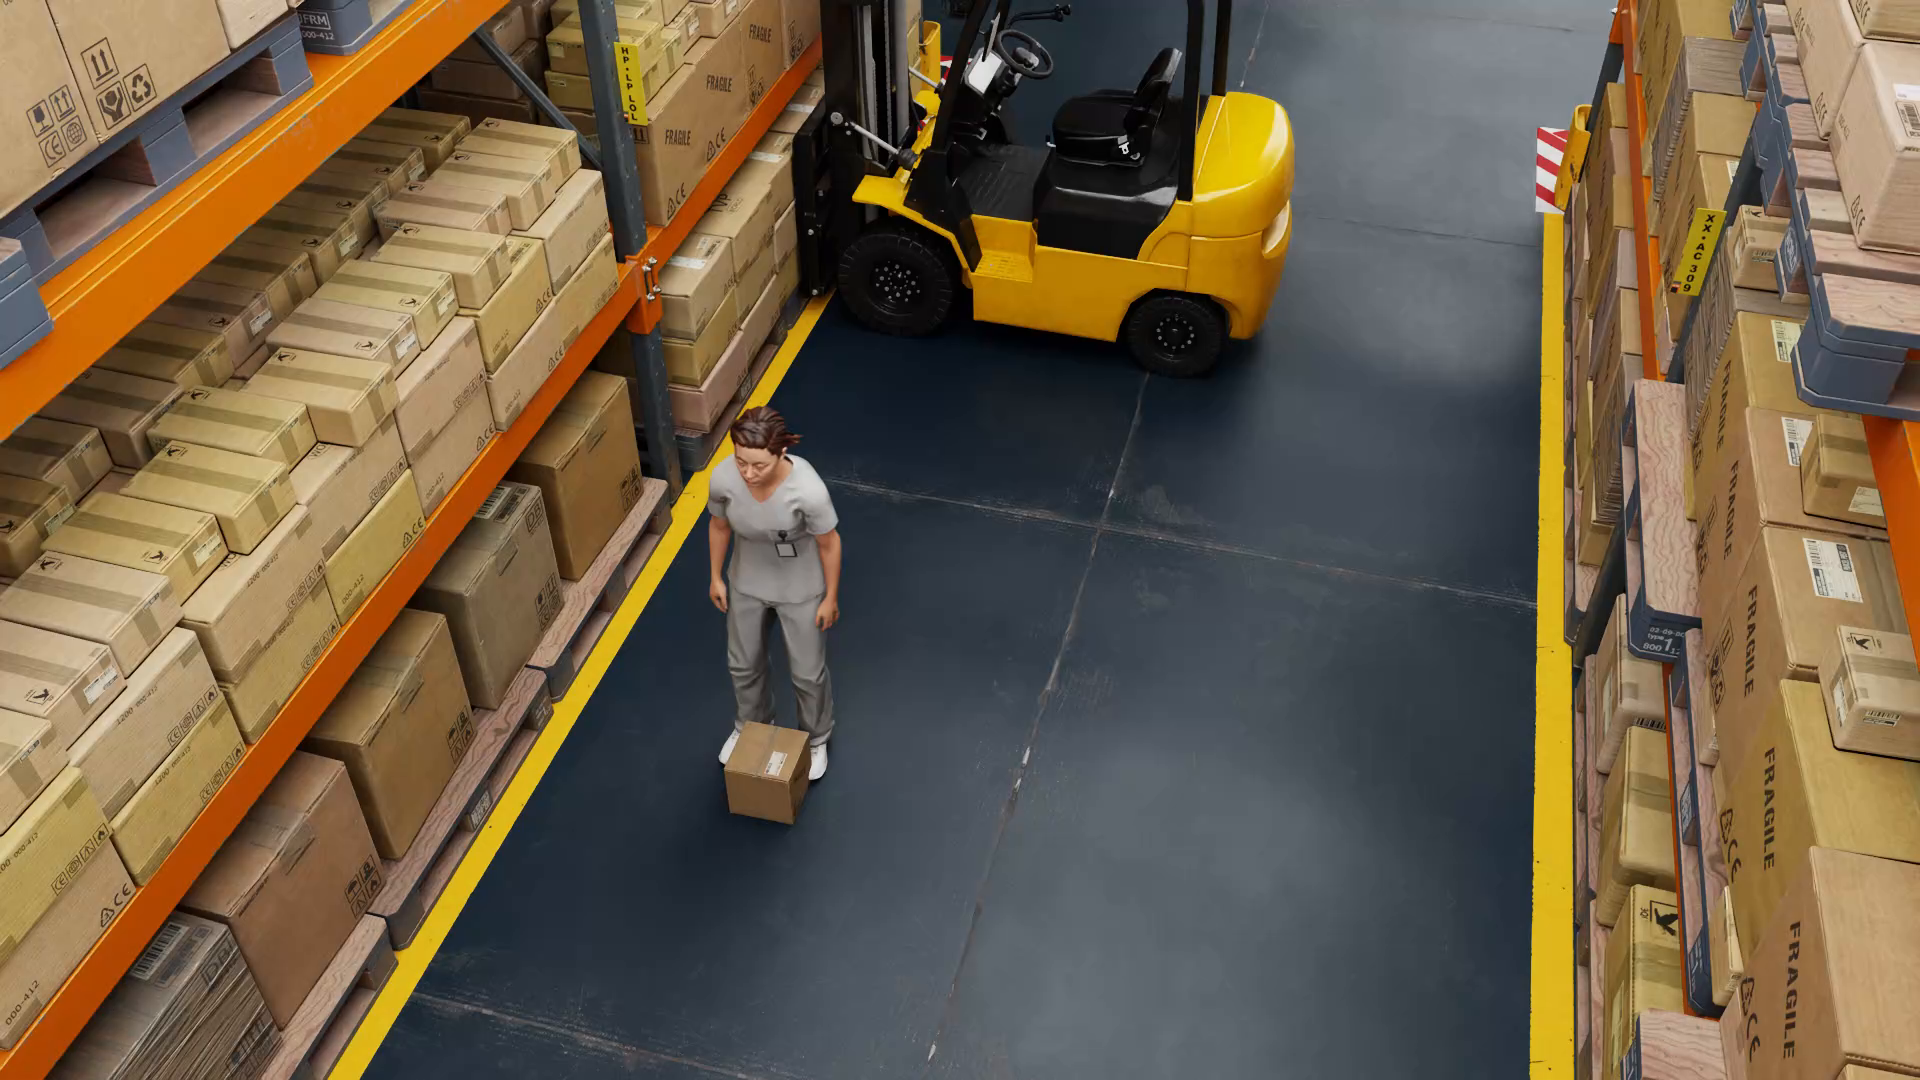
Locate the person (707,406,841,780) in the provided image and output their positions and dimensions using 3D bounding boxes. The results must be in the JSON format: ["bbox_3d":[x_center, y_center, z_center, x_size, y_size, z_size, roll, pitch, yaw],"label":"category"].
[{"bbox_3d":[-0.661,0.178,5.955,0.493,1.673,0.353,10,42,11],"label":"person"}]
